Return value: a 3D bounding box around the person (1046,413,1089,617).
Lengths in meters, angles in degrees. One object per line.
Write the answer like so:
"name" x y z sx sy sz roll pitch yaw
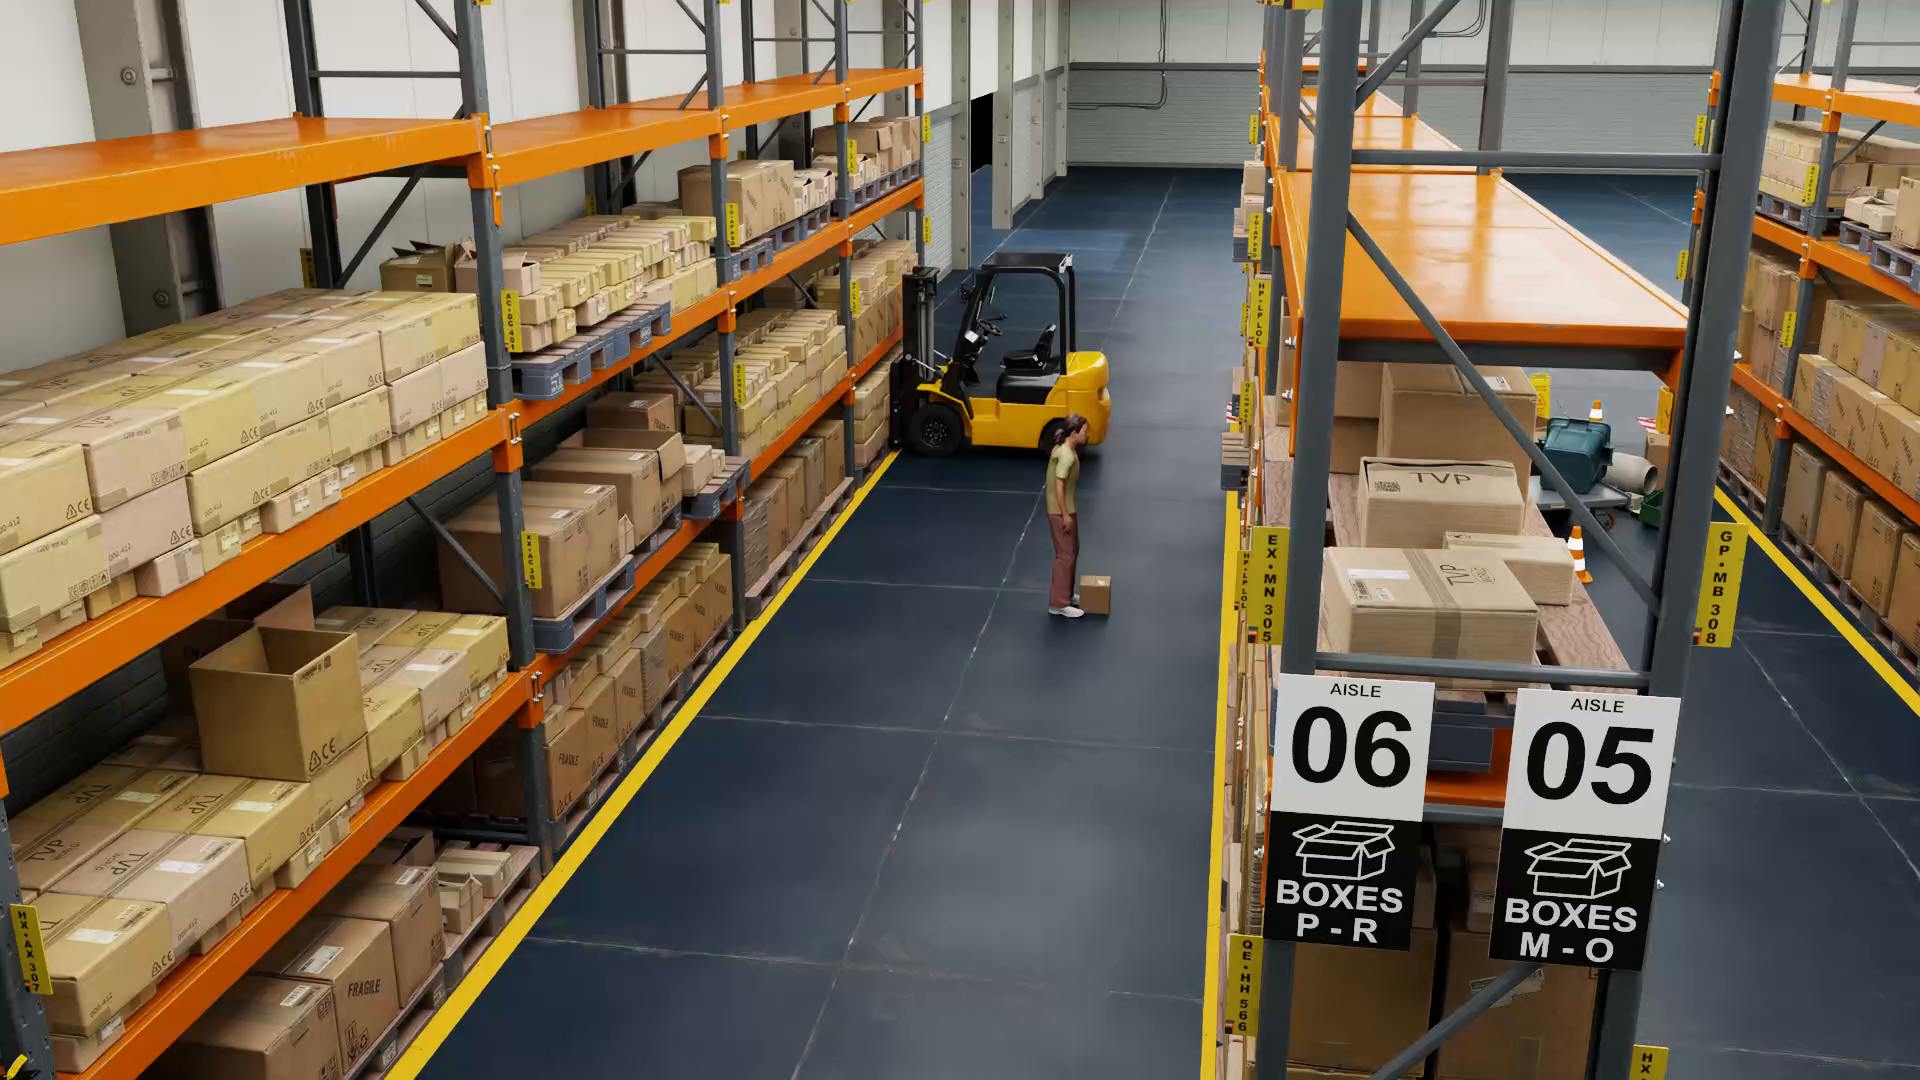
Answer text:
"person" 0.892 -0.228 13.761 0.360 1.671 0.521 2 18 5
